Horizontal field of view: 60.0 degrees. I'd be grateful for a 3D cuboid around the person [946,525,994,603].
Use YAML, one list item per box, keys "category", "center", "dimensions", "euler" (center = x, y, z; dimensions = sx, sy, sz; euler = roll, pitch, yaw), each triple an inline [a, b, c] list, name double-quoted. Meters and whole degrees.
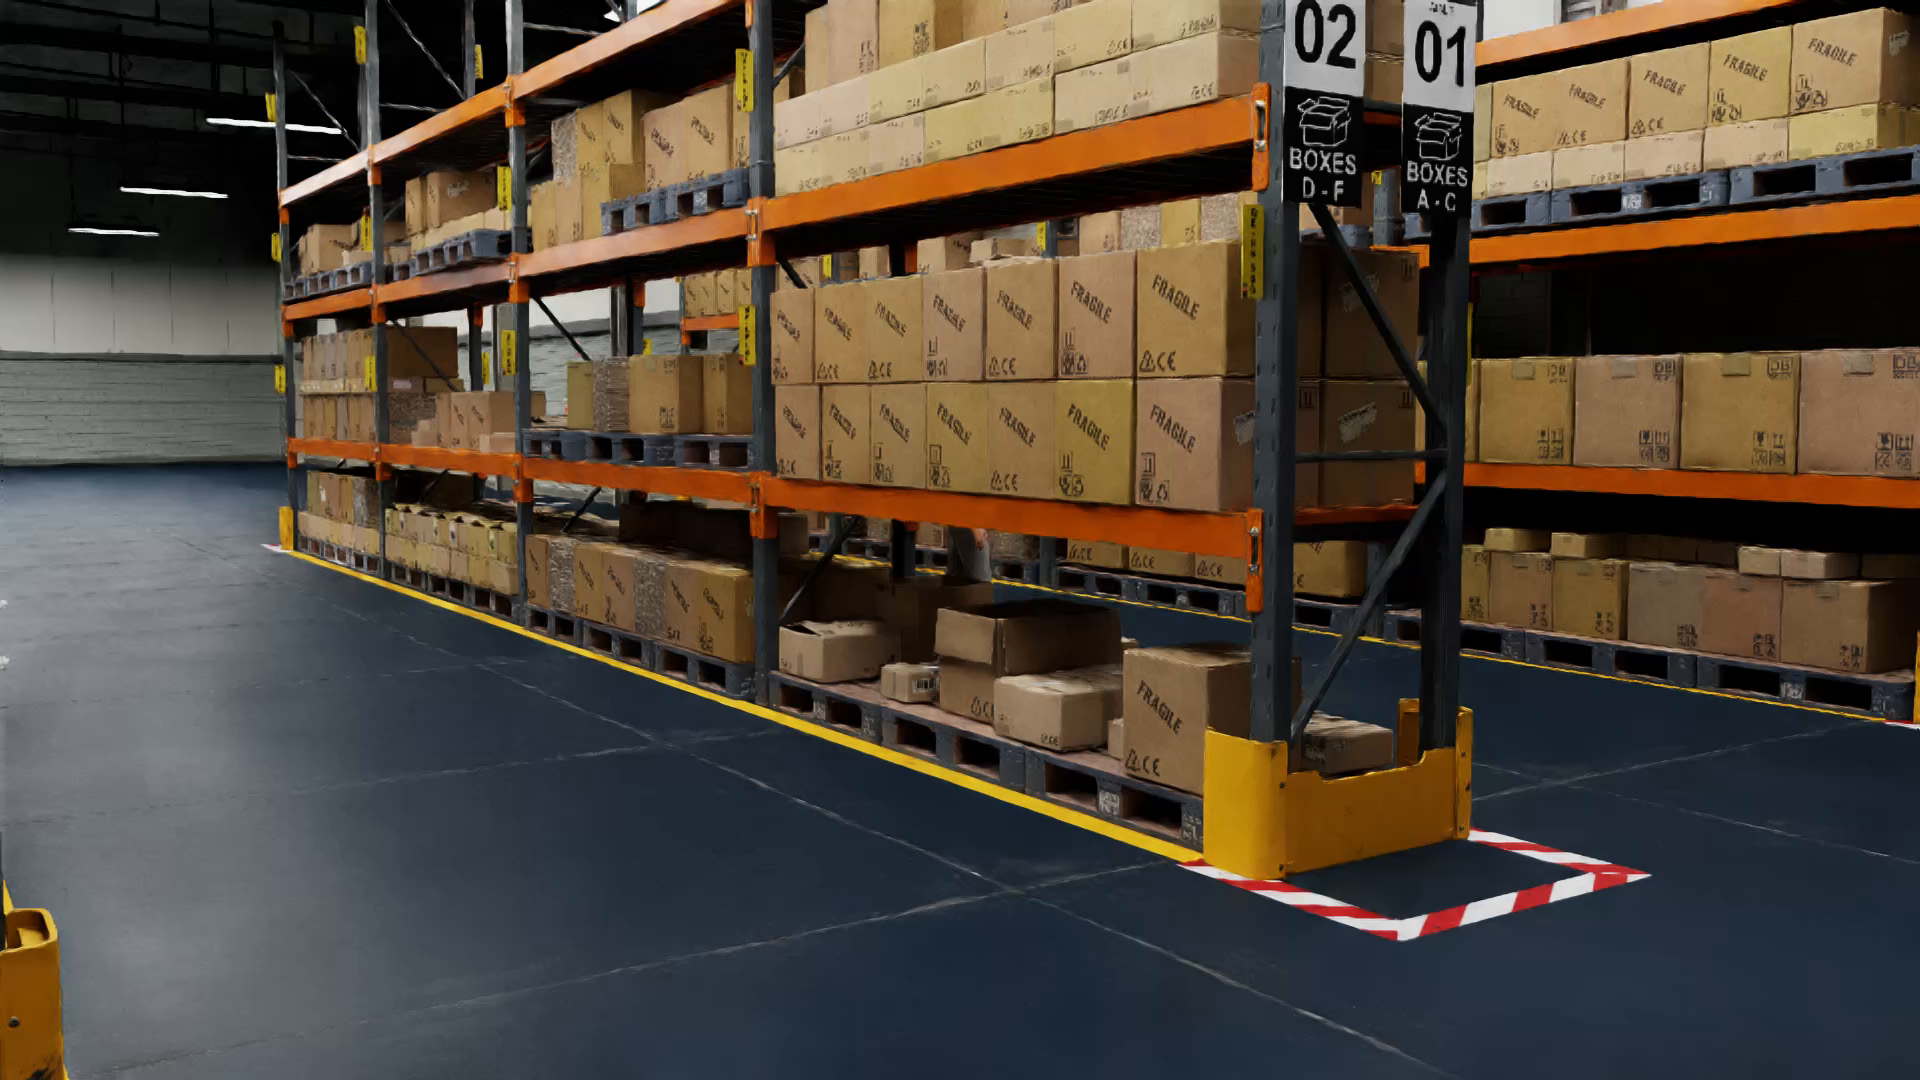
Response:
- category: "person"
  center: [0.117, -0.078, 11.203]
  dimensions: [0.561, 1.668, 0.547]
  euler: [-1, 5, -6]
